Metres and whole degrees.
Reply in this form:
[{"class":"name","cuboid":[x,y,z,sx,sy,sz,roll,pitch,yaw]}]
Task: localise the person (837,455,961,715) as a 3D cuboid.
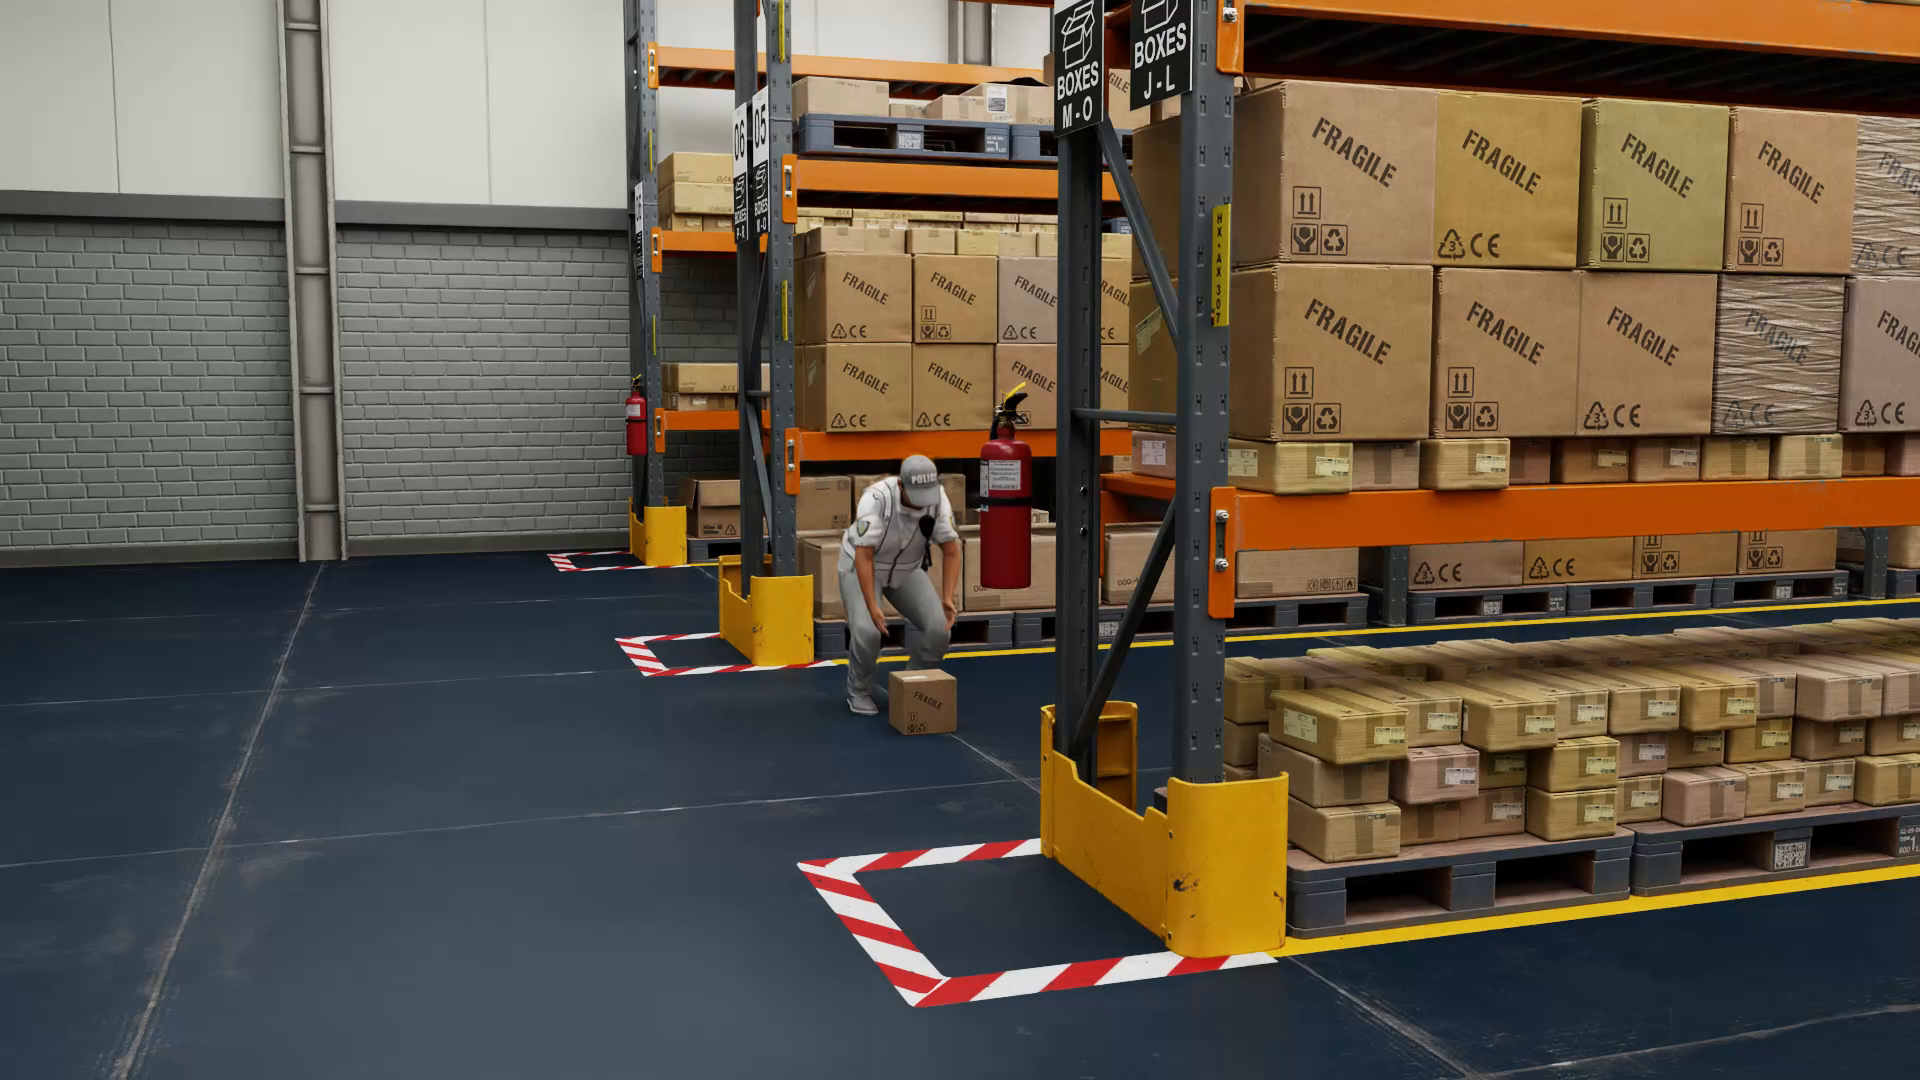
[{"class":"person","cuboid":[-0.288,0.208,8.032,0.540,1.265,0.786,-2,6,-19]}]
